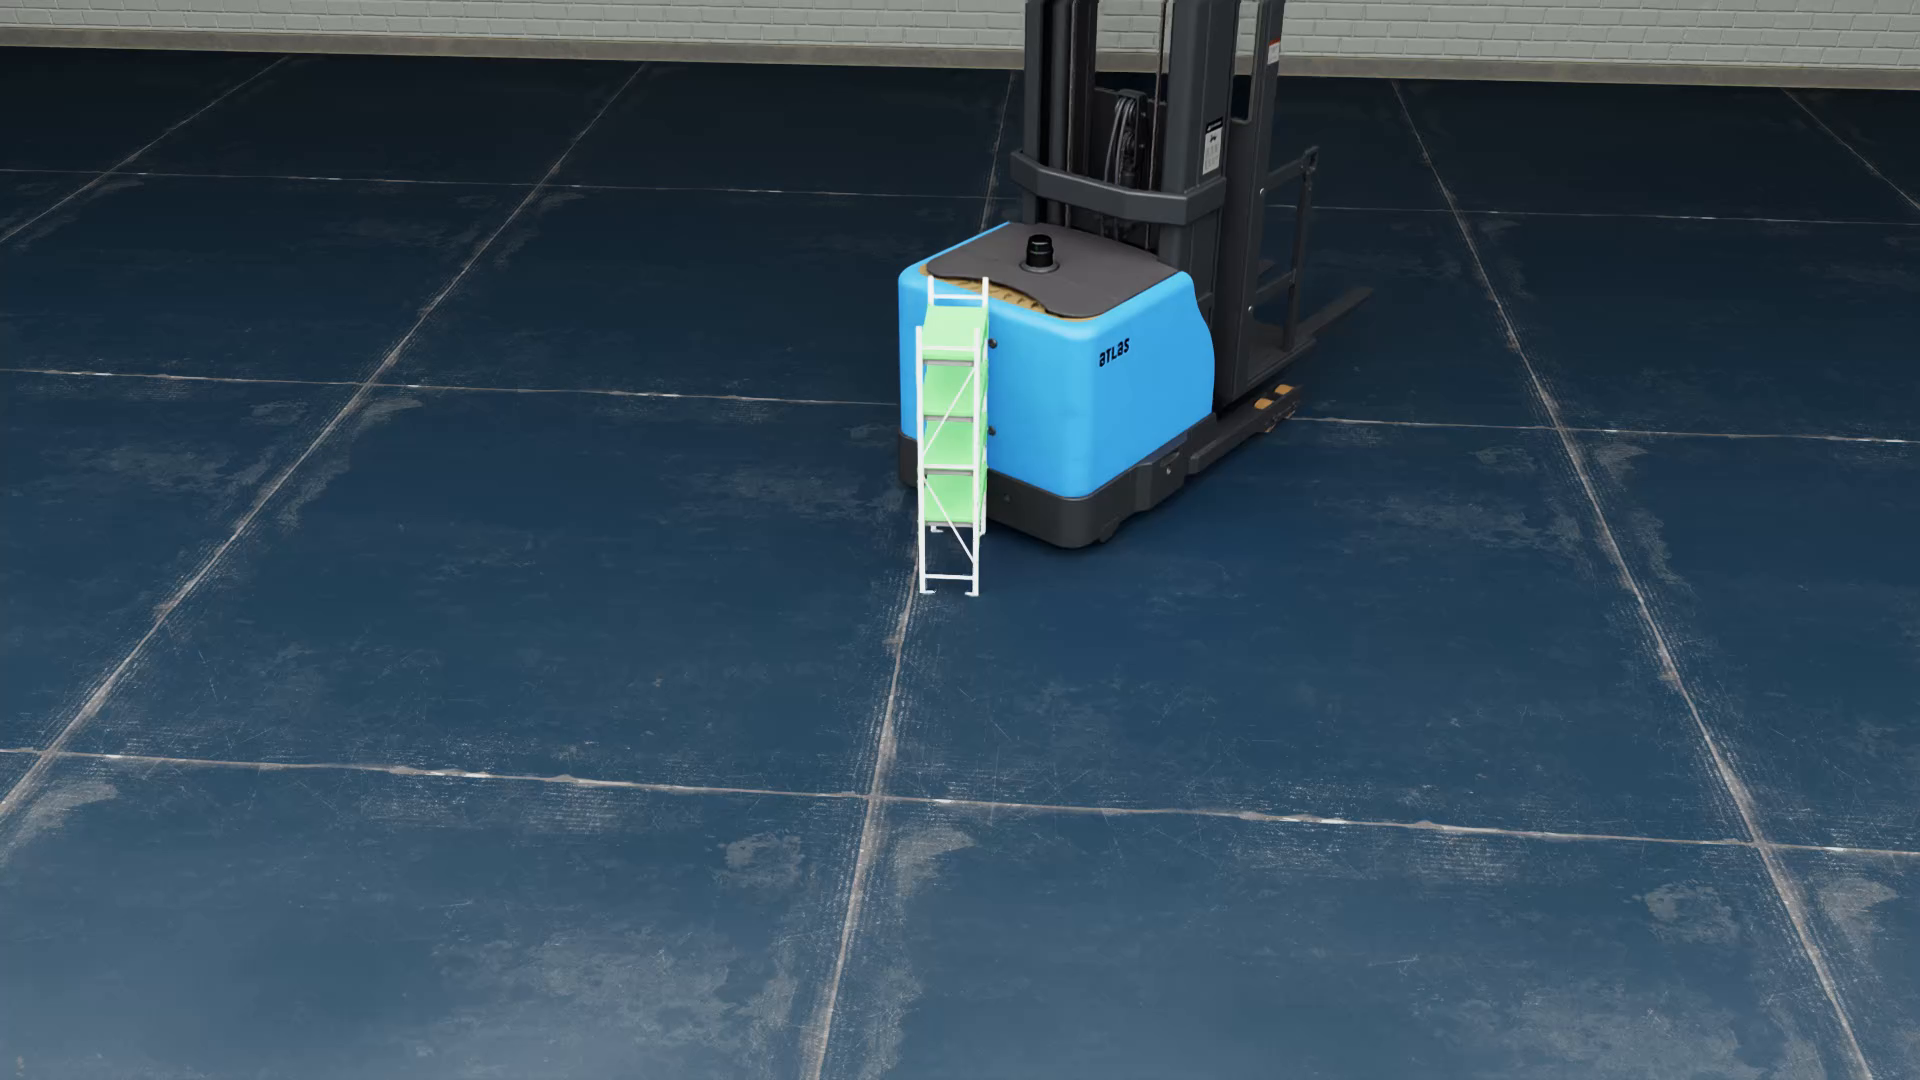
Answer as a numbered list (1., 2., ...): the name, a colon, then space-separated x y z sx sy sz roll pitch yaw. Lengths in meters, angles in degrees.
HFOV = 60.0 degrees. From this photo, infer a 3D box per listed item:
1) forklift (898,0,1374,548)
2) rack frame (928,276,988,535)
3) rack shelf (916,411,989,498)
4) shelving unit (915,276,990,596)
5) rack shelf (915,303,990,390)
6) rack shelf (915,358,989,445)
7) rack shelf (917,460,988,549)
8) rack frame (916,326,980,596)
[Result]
1. forklift: 1.039 -1.918 7.569 1.130 2.935 3.031 23 38 32
2. rack frame: -0.008 -0.543 6.988 0.240 1.200 0.015 2 32 4
3. rack shelf: -0.026 -0.361 6.814 0.258 0.148 0.480 2 32 4
4. shelving unit: -0.026 -0.415 6.780 0.258 1.200 0.503 2 32 4
5. rack shelf: -0.026 -0.770 6.562 0.258 0.148 0.480 2 32 4
6. rack shelf: -0.026 -0.565 6.688 0.258 0.148 0.480 2 32 4
7. rack shelf: -0.026 -0.157 6.940 0.258 0.148 0.480 2 32 4
8. rack frame: -0.045 -0.288 6.573 0.240 1.200 0.015 2 32 4
